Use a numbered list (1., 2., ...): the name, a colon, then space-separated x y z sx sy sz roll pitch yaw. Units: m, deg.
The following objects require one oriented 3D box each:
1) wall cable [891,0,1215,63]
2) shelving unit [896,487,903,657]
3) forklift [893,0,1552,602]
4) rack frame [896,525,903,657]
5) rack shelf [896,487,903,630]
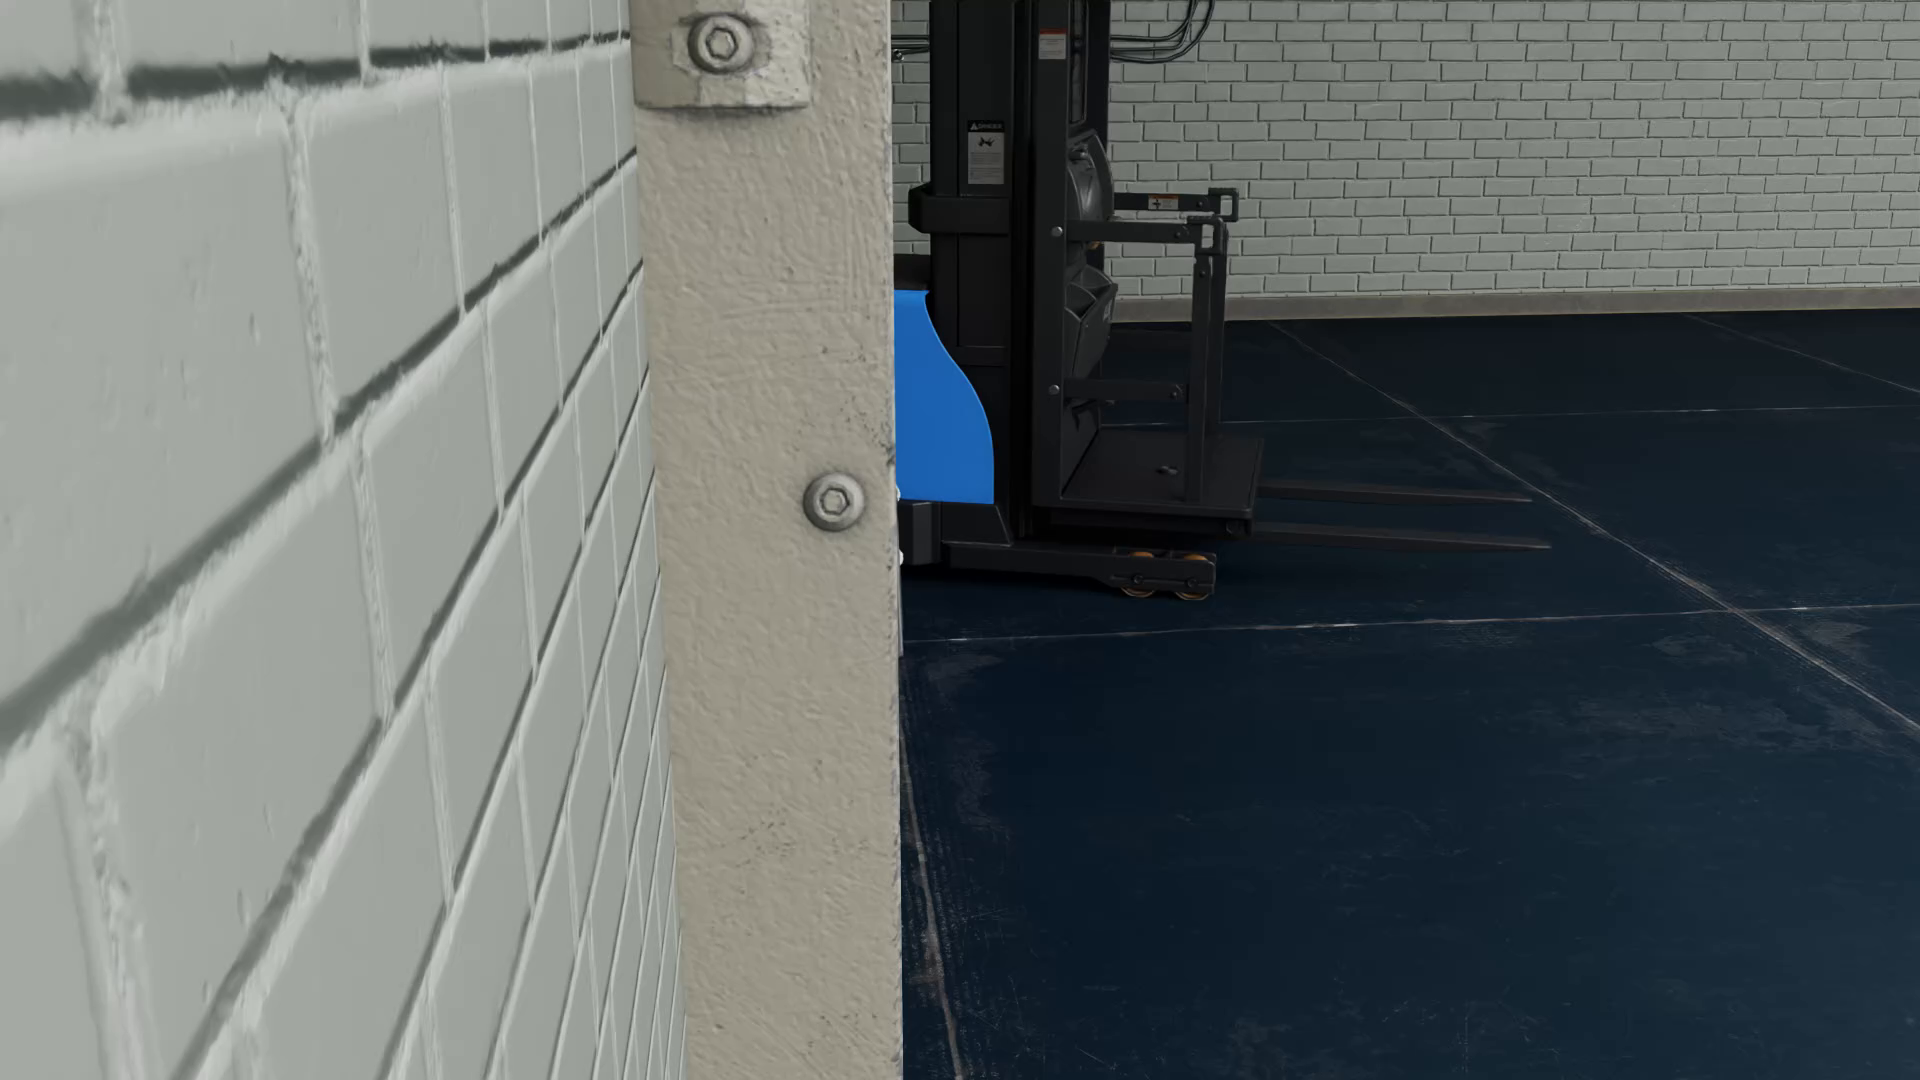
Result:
1. wall cable: 0.138 -4.271 10.442 3.097 2.526 0.112 -2 18 -6
2. shelving unit: -0.449 -0.648 5.222 0.431 2.100 0.503 -2 -9 -6
3. forklift: 0.670 -1.352 6.089 3.031 2.935 1.130 4 18 12
4. rack frame: -0.425 -0.689 4.983 0.400 2.100 0.015 -2 -9 -6
5. rack shelf: -0.408 0.055 5.106 0.431 0.518 0.480 -2 -9 -6
